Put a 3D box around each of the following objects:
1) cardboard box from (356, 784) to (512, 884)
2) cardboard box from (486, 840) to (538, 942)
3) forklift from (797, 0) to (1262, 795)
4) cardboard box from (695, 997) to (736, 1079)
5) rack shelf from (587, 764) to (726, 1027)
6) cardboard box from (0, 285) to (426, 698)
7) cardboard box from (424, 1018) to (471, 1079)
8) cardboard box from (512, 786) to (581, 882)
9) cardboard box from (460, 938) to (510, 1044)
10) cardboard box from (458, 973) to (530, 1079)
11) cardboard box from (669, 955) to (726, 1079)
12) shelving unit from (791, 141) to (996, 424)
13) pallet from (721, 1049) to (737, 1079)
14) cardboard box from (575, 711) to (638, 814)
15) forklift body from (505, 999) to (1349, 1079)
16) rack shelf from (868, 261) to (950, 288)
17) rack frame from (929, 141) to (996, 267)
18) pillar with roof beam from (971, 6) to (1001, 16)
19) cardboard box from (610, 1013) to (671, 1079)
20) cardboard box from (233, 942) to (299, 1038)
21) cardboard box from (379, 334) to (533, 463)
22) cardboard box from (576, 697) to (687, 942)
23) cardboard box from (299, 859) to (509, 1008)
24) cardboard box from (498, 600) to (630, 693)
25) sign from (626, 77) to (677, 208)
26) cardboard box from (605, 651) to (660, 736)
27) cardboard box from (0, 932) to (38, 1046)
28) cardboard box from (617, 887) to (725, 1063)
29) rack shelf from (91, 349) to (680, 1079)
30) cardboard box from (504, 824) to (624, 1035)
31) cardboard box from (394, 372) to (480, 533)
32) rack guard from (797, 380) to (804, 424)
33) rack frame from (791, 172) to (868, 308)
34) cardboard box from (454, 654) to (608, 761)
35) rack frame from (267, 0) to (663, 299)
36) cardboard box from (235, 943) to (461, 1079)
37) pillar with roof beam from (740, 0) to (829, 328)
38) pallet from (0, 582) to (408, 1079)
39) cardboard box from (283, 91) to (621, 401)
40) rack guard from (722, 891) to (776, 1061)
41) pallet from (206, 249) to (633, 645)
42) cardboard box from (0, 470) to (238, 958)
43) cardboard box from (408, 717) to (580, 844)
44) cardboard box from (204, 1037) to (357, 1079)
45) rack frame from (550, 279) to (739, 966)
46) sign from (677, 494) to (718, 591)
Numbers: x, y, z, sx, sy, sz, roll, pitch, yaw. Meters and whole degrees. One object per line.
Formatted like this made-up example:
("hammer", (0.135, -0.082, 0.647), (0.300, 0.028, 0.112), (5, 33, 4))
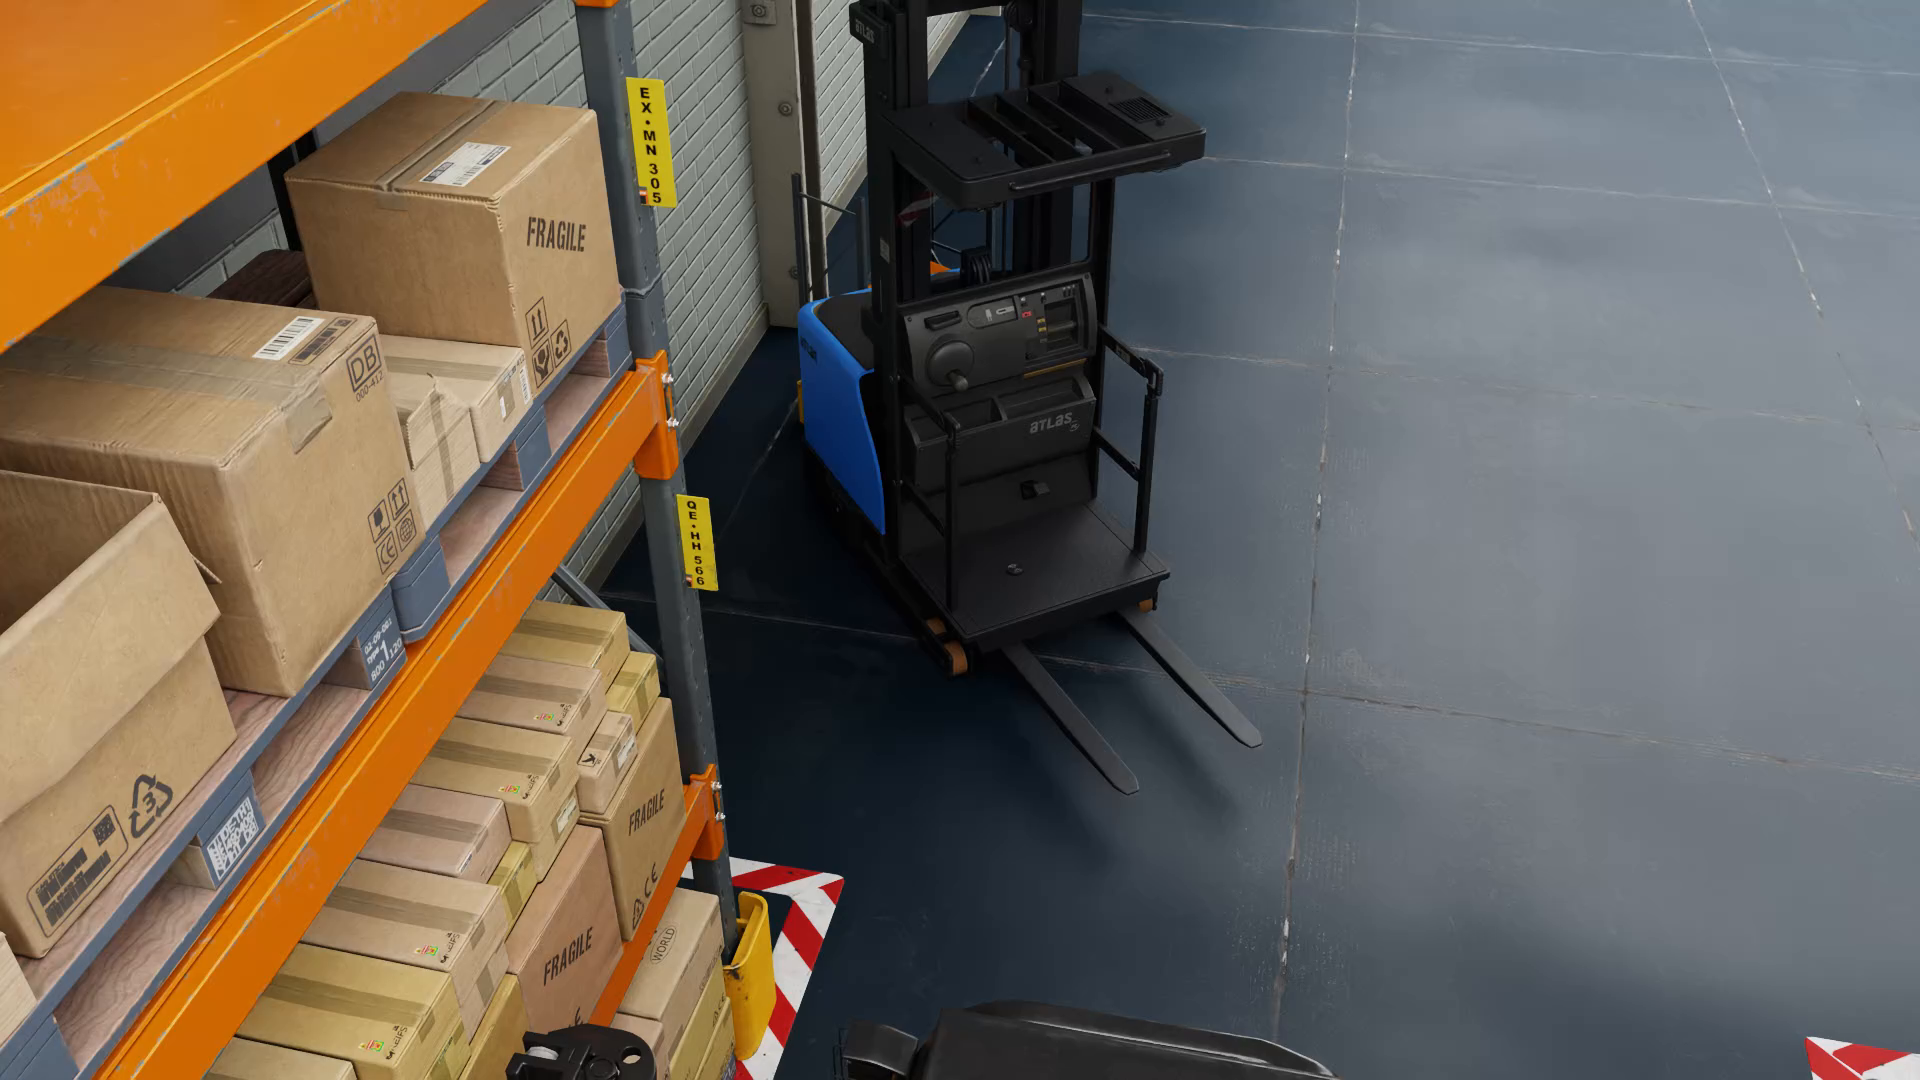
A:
("cardboard box", (-1.330, 0.739, 4.053), (0.380, 0.149, 0.250), (8, 37, 10))
("cardboard box", (-1.287, 0.862, 4.137), (0.380, 0.149, 0.250), (7, 37, 10))
("forklift", (0.286, -0.857, 7.205), (1.130, 2.935, 3.031), (-17, 39, -22))
("cardboard box", (-1.073, 1.751, 5.533), (0.500, 0.250, 0.500), (8, 37, 10))
("rack shelf", (-1.709, 1.937, 3.905), (1.077, 0.370, 4.000), (7, 37, 10))
("cardboard box", (-1.454, -0.108, 3.028), (0.700, 0.500, 0.500), (8, 37, 10))
("cardboard box", (-1.332, 1.168, 3.714), (0.380, 0.149, 0.250), (8, 37, 10))
("cardboard box", (-1.223, 0.721, 4.331), (0.380, 0.149, 0.250), (8, 37, 11))
("cardboard box", (-1.298, 1.021, 3.918), (0.380, 0.149, 0.250), (6, 36, 8))
("cardboard box", (-1.359, 1.364, 3.997), (0.500, 0.500, 0.500), (7, 36, 9))
("cardboard box", (-1.080, 1.558, 5.374), (0.500, 0.250, 0.500), (7, 36, 9))
("shelving unit", (-0.344, -1.411, 9.189), (0.587, 1.500, 1.083), (27, 44, 32))
("pallet", (-1.404, 2.072, 5.482), (1.003, 0.211, 1.213), (7, 37, 10))
("cardboard box", (-1.107, 0.580, 4.526), (0.380, 0.149, 0.250), (8, 37, 11))
("forklift body", (0.096, 2.158, 3.709), (2.313, 2.155, 1.214), (7, 37, 10))
("rack shelf", (-0.339, -1.269, 9.300), (0.538, 0.185, 1.000), (27, 44, 32))
("rack frame", (-0.004, -1.640, 9.504), (0.500, 1.500, 0.032), (27, 44, 32))
("pillar with roof beam", (4.458, -7.984, 11.868), (9.100, 9.000, 0.400), (7, 37, 10))
("cardboard box", (-1.178, 1.634, 4.843), (0.500, 0.250, 0.500), (8, 37, 11))
("cardboard box", (-1.851, 1.298, 4.088), (0.500, 0.500, 0.500), (7, 37, 10))
("cardboard box", (-1.162, -0.311, 3.609), (0.380, 0.149, 0.250), (6, 36, 9))
("cardboard box", (-1.130, 0.774, 4.812), (0.500, 0.500, 0.500), (7, 36, 9))
("cardboard box", (-1.277, 0.903, 3.827), (0.380, 0.149, 0.250), (8, 37, 11))
("cardboard box", (-1.152, 0.307, 4.649), (0.380, 0.149, 0.250), (7, 37, 10))
("sign", (-0.754, -0.966, 4.054), (0.100, 0.325, 0.005), (7, 37, 10))
("cardboard box", (-1.082, 0.430, 4.733), (0.380, 0.149, 0.250), (8, 37, 11))
("cardboard box", (-1.522, 0.609, 2.240), (0.396, 0.266, 0.258), (6, 36, 9))
("cardboard box", (-1.075, 1.341, 5.248), (0.500, 0.250, 0.500), (8, 37, 12))
("rack shelf", (-1.709, 0.722, 3.024), (1.077, 0.370, 4.000), (7, 37, 10))
("cardboard box", (-1.250, 1.070, 4.403), (0.500, 0.500, 0.500), (8, 37, 11))
("cardboard box", (-1.216, -0.213, 3.374), (0.396, 0.266, 0.258), (7, 37, 10))
("rack guard", (-0.672, -0.685, 9.252), (0.587, 0.250, 0.087), (27, 44, 32))
("rack frame", (-0.673, -1.190, 8.885), (0.500, 1.500, 0.032), (27, 44, 32))
("cardboard box", (-1.174, 0.452, 4.448), (0.380, 0.149, 0.250), (7, 37, 10))
("rack frame", (-1.281, -1.930, 3.515), (1.000, 3.000, 0.127), (7, 37, 10))
("cardboard box", (-1.327, 1.051, 3.622), (0.380, 0.149, 0.250), (8, 37, 11))
("pillar with roof beam", (3.177, -4.544, 7.122), (9.100, 9.000, 0.400), (7, 37, 10))
("pallet", (-1.716, 0.424, 2.899), (1.003, 0.211, 1.213), (7, 37, 10))
("cardboard box", (-1.138, -0.682, 3.821), (0.500, 0.500, 0.500), (8, 37, 11))
("rack guard", (-1.276, 1.497, 6.028), (1.175, 0.500, 0.348), (7, 37, 10))
("pallet", (-1.458, -0.278, 3.866), (1.003, 0.211, 1.213), (7, 37, 10))
("cardboard box", (-1.617, 0.222, 2.571), (0.797, 0.503, 0.637), (8, 37, 11))
("cardboard box", (-1.204, 0.606, 4.237), (0.380, 0.149, 0.250), (8, 37, 11))
("cardboard box", (-1.474, 1.187, 3.434), (0.380, 0.149, 0.250), (8, 37, 11))
("rack frame", (-1.281, 0.499, 5.276), (1.000, 3.000, 0.127), (7, 37, 10))
("sign", (-0.754, 0.010, 4.761), (0.100, 0.325, 0.005), (7, 37, 10))
